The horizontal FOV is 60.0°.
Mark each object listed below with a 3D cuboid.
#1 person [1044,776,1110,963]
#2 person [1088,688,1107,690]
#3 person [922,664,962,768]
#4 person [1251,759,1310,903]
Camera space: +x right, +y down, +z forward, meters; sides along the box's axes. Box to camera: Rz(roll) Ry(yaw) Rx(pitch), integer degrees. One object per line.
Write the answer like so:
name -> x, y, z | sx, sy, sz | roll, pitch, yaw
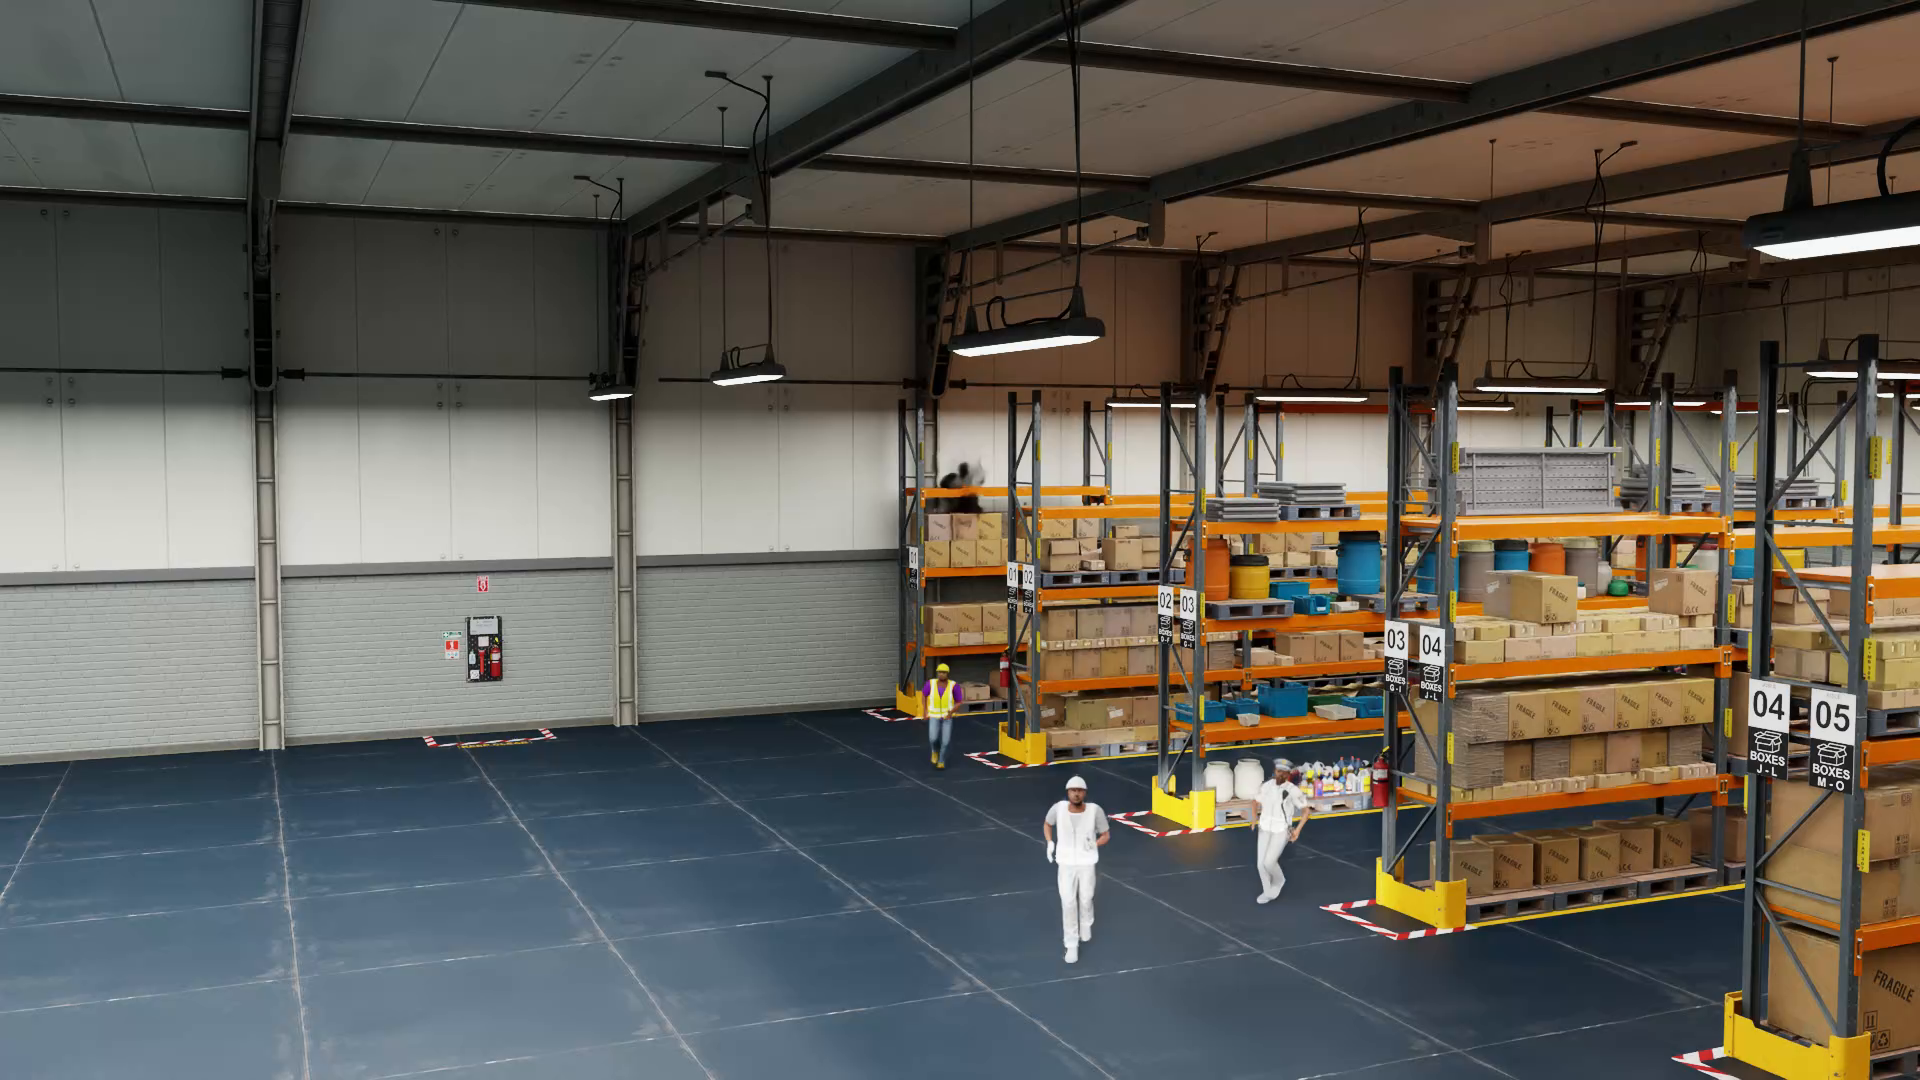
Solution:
person -> 1.179, 3.277, 16.831 | 0.678, 1.790, 0.861 | 0, 3, 6
person -> 2.479, 2.629, 29.437 | 0.688, 1.620, 0.613 | -2, 4, -28
person -> -0.284, 2.776, 26.167 | 0.638, 1.686, 0.648 | 0, 3, 0
person -> 3.523, 3.257, 18.556 | 0.651, 1.652, 0.502 | 2, 4, 37
